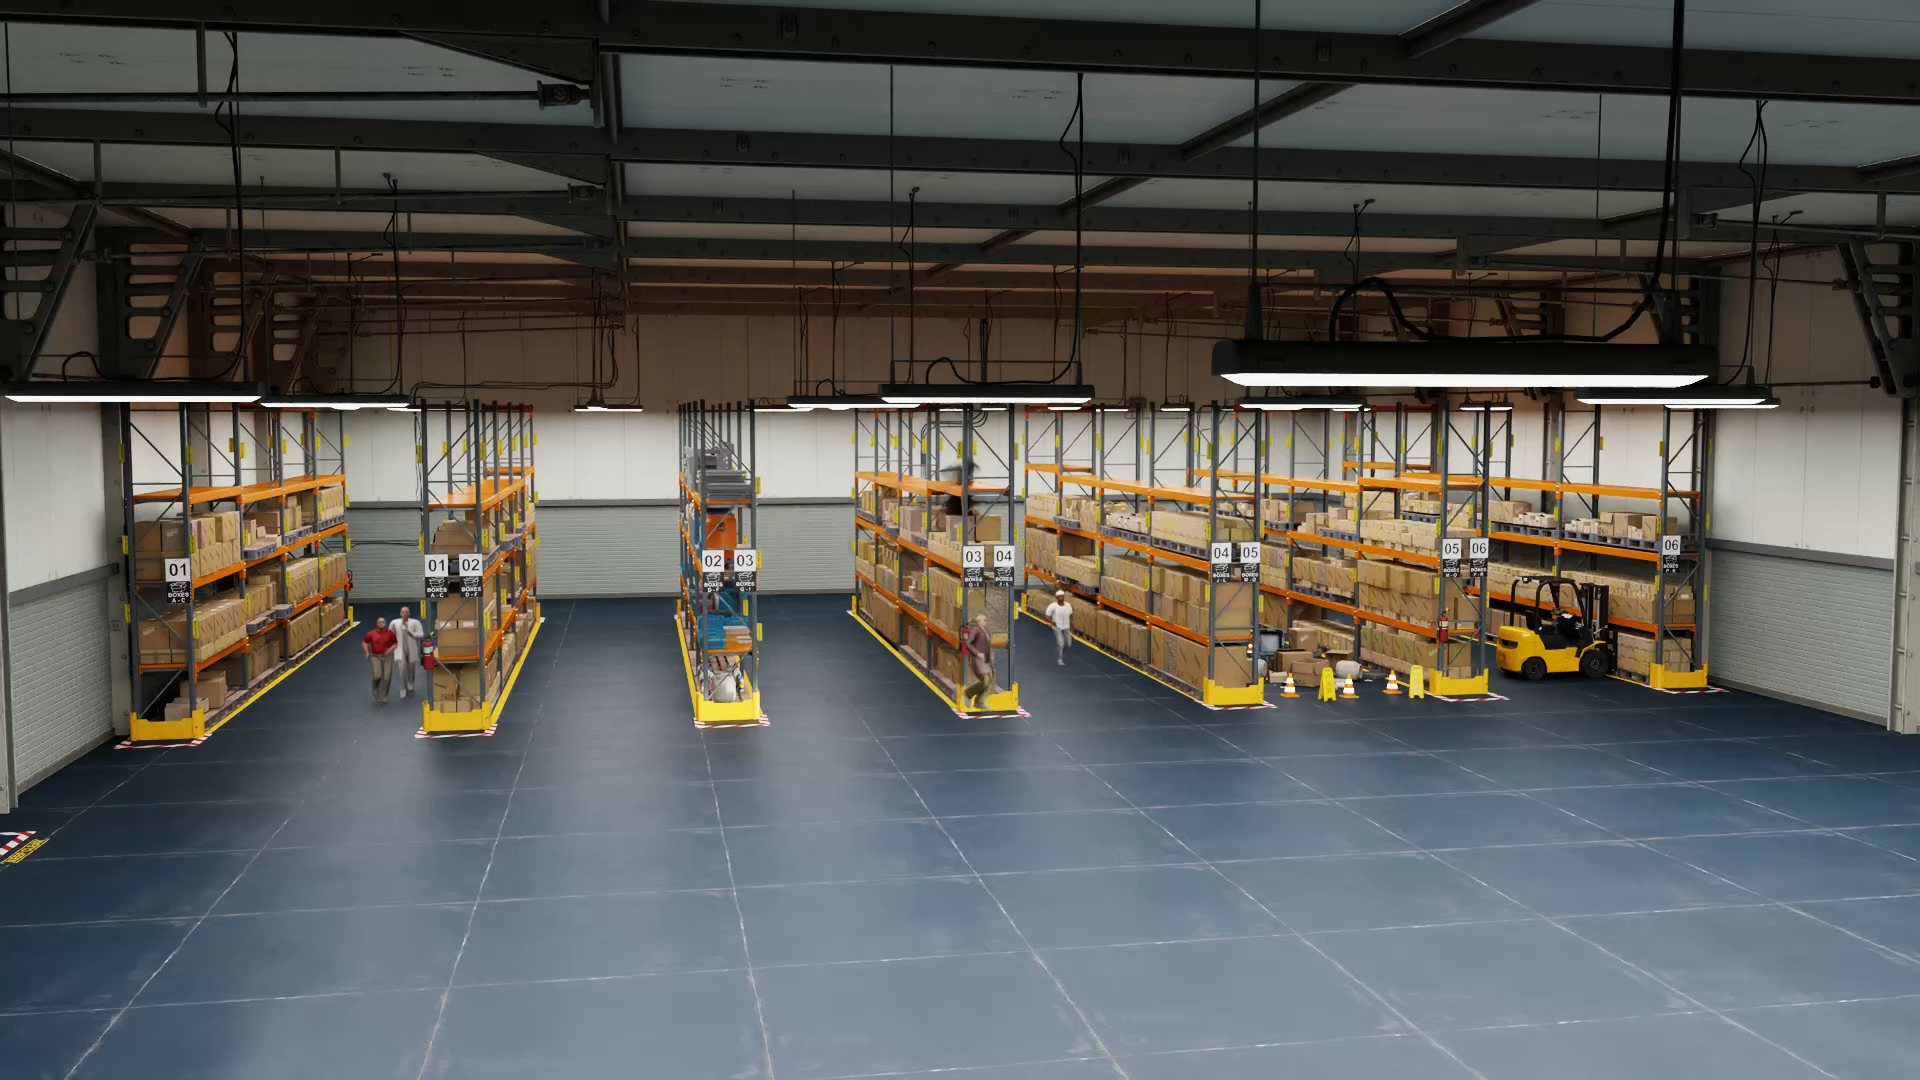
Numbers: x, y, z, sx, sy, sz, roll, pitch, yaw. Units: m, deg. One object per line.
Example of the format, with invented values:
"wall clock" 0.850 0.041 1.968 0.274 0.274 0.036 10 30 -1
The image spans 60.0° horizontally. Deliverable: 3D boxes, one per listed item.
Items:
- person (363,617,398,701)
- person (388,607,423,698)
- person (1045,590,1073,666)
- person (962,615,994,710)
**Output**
"person" -11.484 2.382 33.019 0.658 1.683 0.602 -2 5 -25
"person" -11.295 2.247 33.895 0.695 1.781 1.045 -1 5 -19
"person" 2.293 2.003 37.915 0.696 1.718 0.605 -2 5 -20
"person" 0.370 2.252 30.764 0.586 1.743 0.740 2 5 30
